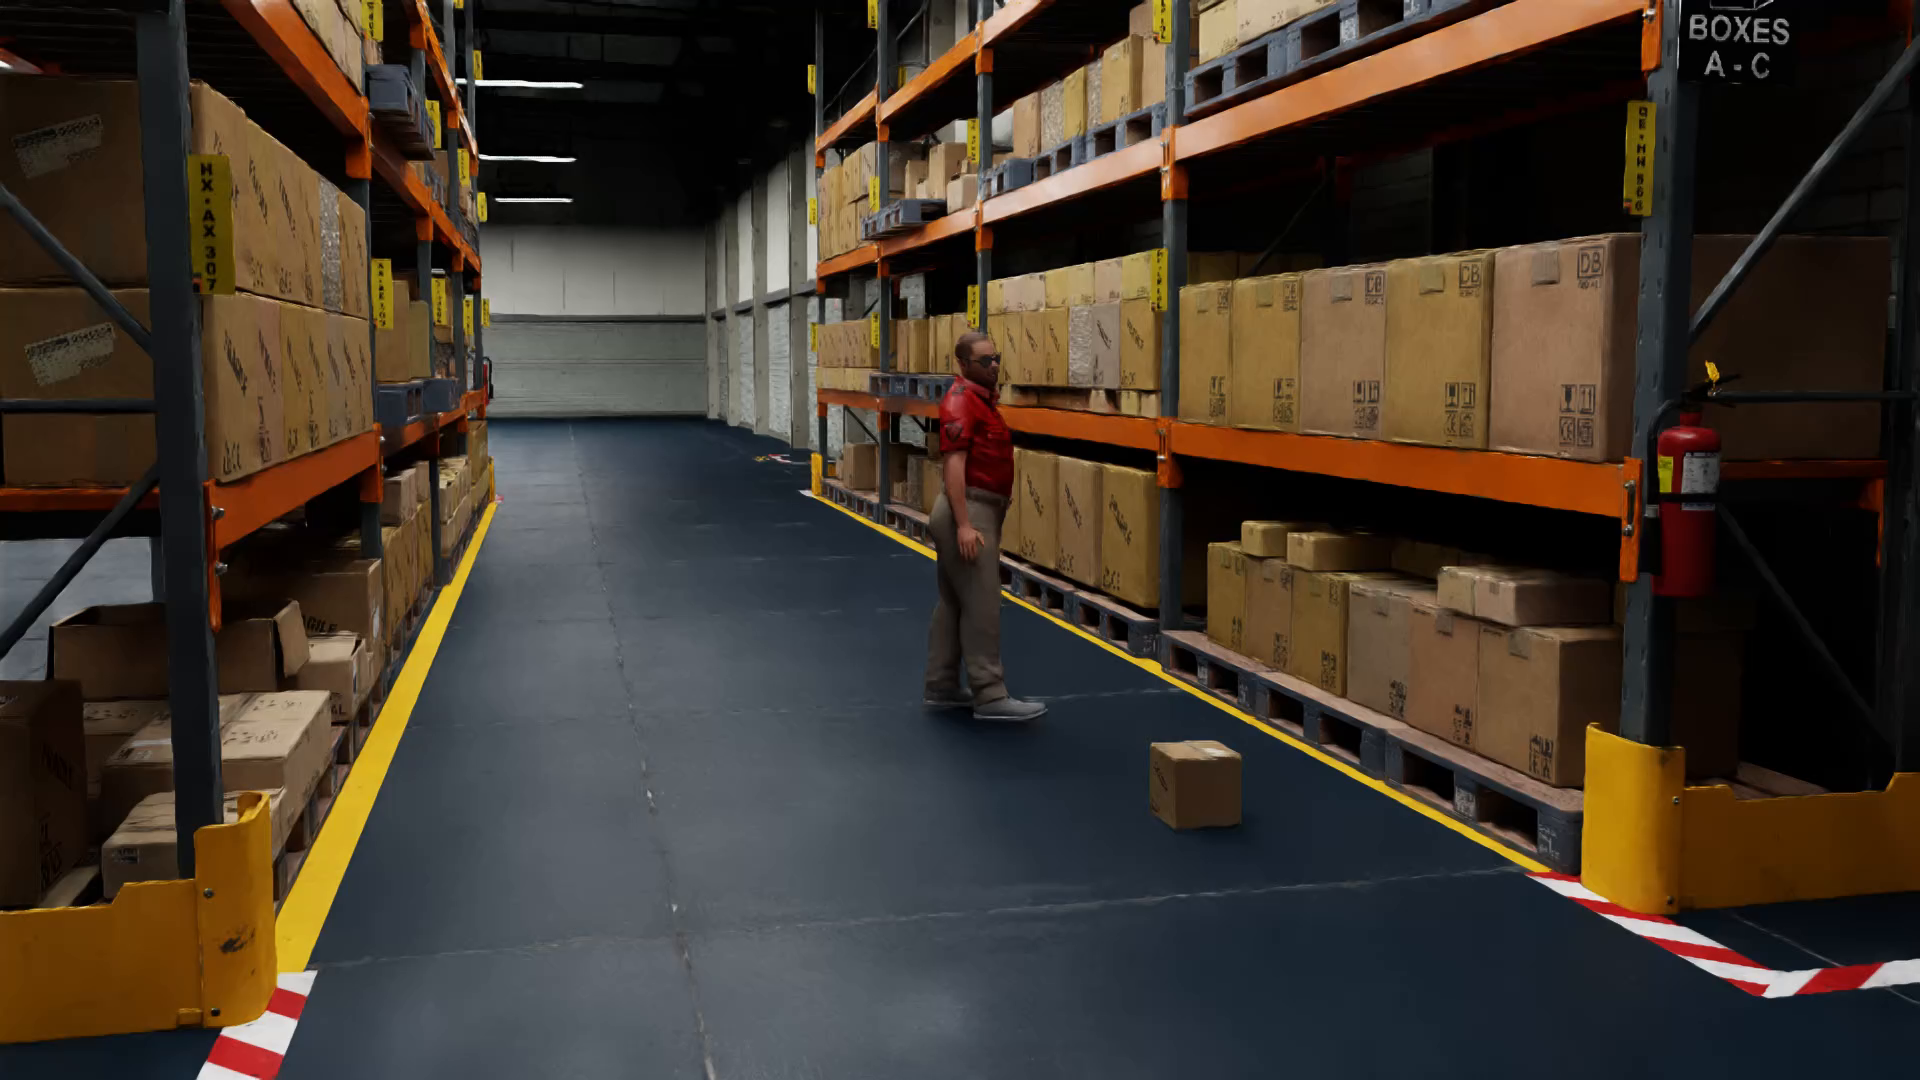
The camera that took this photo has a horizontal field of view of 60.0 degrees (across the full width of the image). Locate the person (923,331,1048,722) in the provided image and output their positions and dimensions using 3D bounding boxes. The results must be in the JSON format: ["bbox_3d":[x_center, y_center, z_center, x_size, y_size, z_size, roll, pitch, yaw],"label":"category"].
[{"bbox_3d":[0.108,-0.064,7.417,0.585,1.724,0.652,1,6,6],"label":"person"}]
